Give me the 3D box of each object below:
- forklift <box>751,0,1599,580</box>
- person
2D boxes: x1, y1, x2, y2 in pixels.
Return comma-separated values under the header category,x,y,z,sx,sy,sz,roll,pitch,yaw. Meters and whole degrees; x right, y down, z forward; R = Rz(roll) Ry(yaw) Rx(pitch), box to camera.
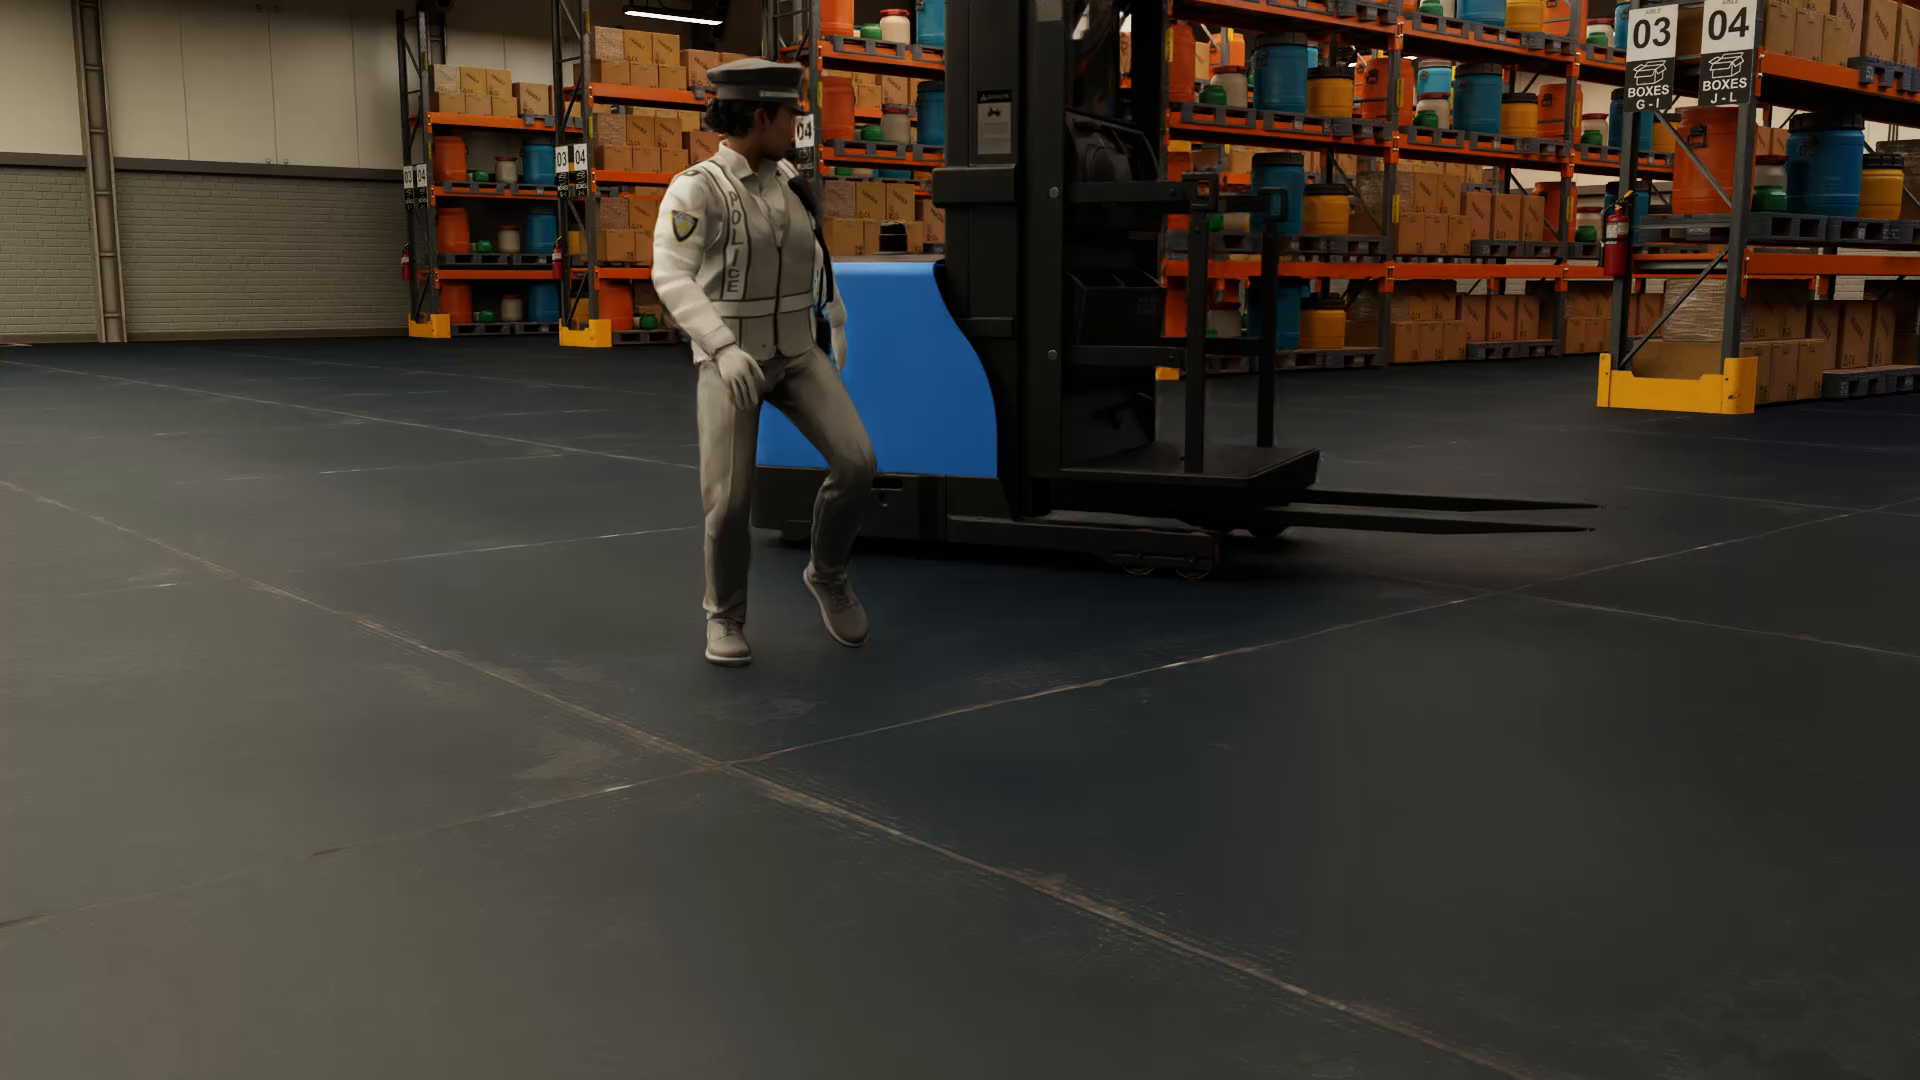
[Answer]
category,x,y,z,sx,sy,sz,roll,pitch,yaw
forklift,0.755,-1.405,6.037,3.031,2.935,1.130,4,10,24
person,-0.504,-0.467,4.434,0.703,1.581,0.615,-5,10,-30
